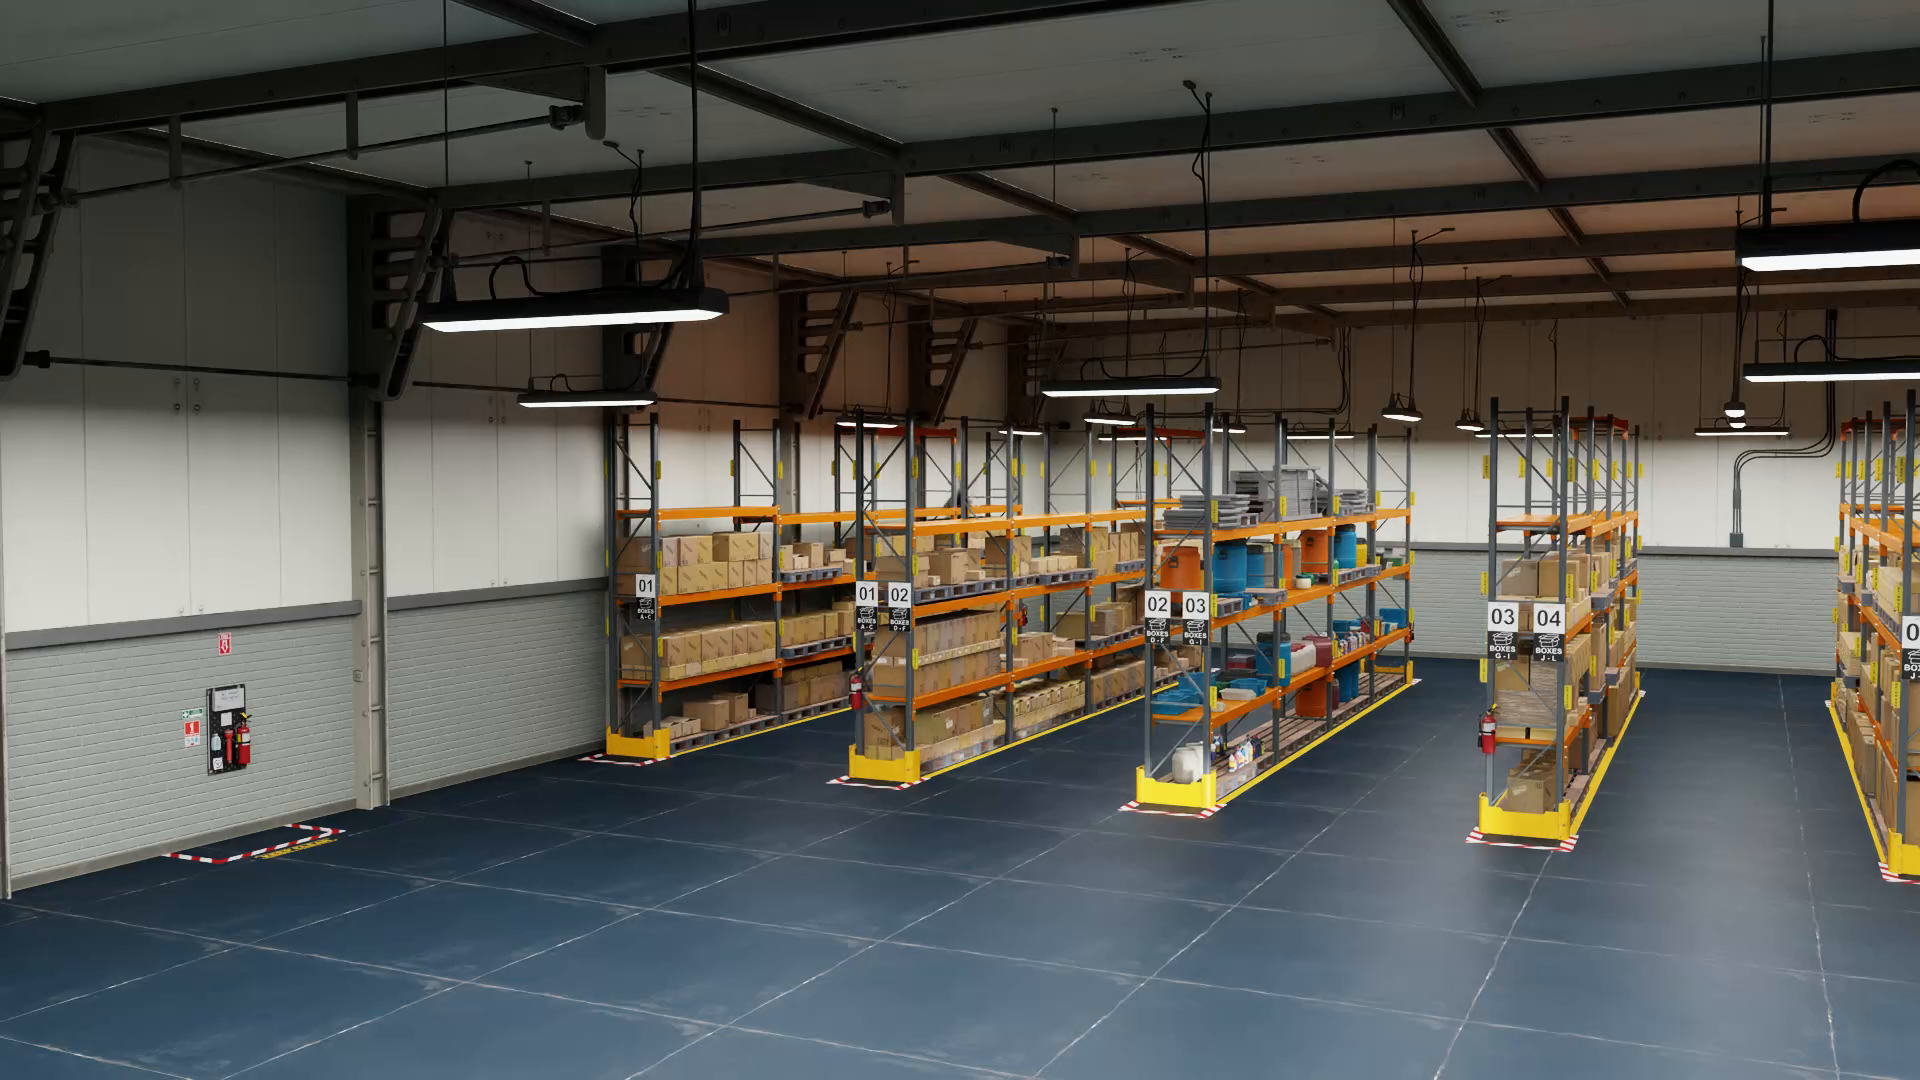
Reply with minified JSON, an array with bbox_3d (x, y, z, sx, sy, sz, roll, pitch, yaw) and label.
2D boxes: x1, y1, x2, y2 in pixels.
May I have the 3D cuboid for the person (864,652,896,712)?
[{"bbox_3d":[-1.429,2.886,30.592,0.700,1.717,0.756,-1,2,-13],"label":"person"}]
